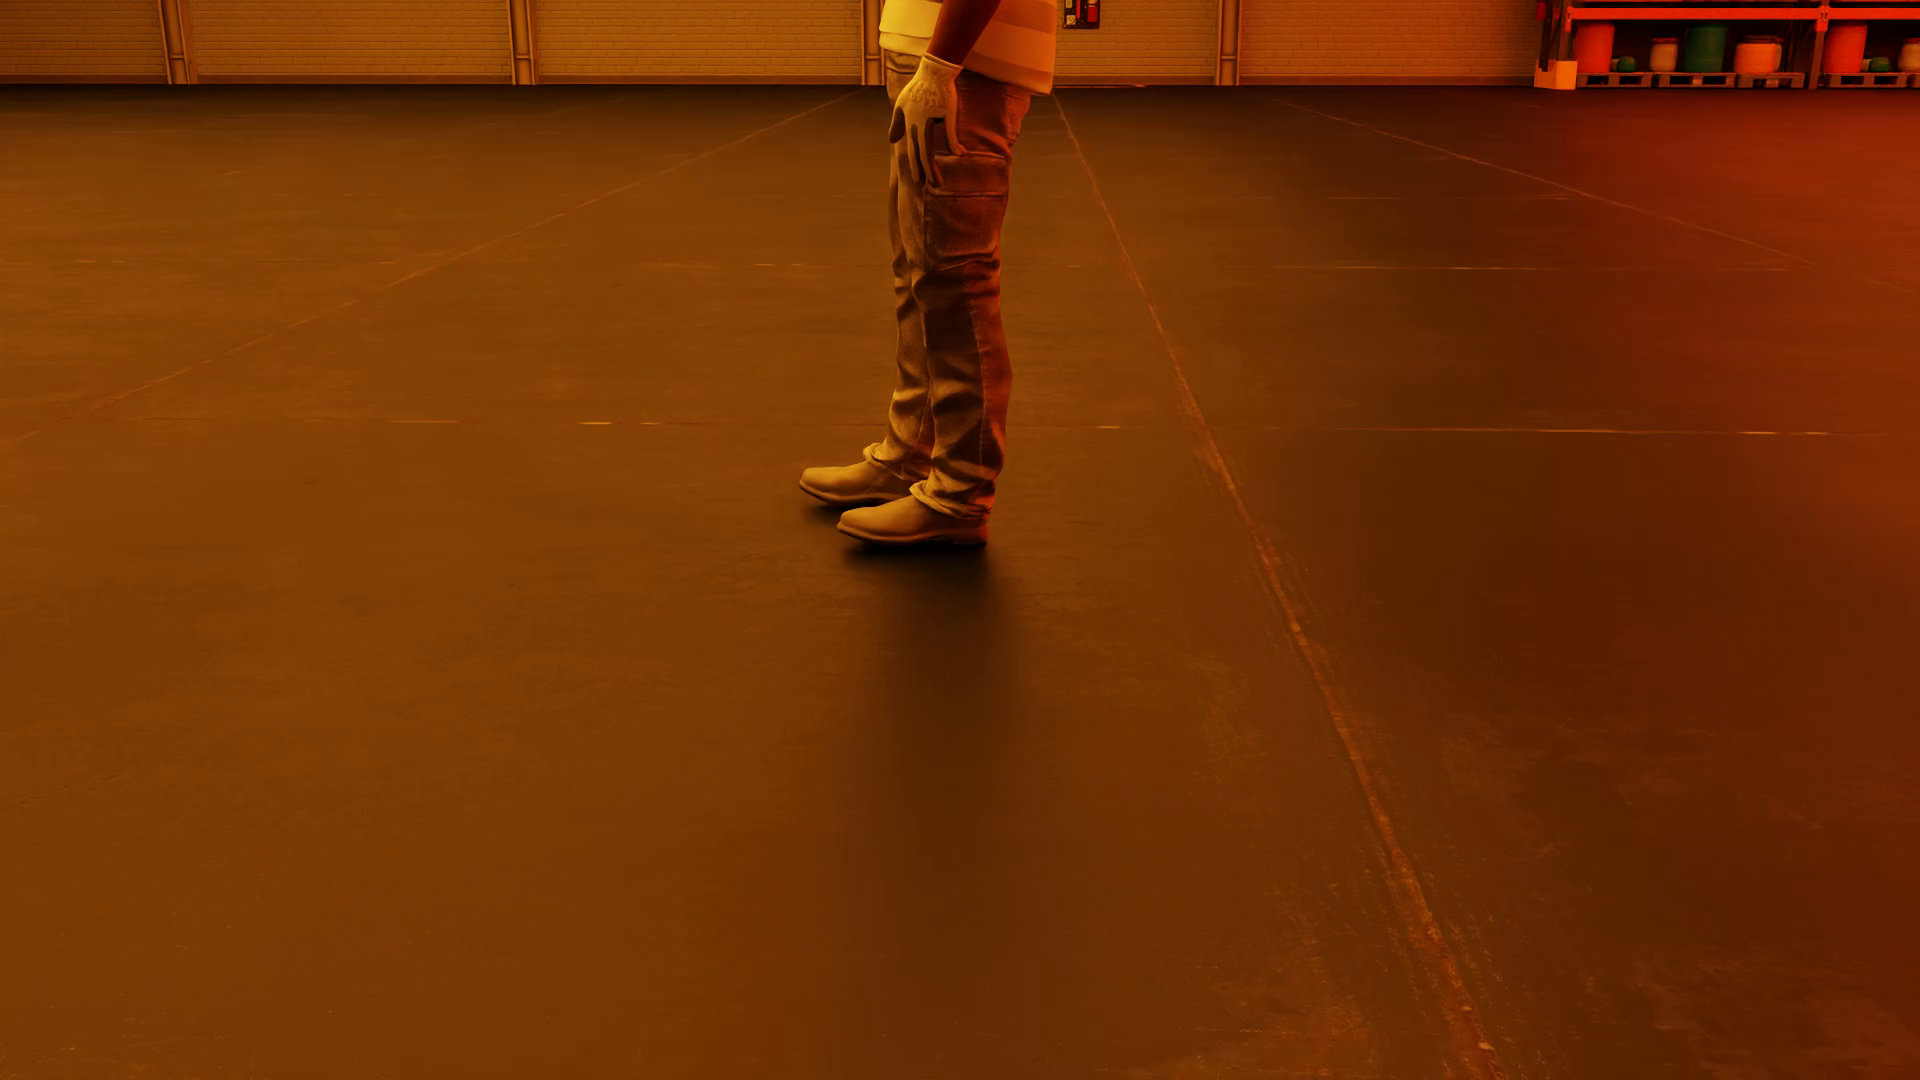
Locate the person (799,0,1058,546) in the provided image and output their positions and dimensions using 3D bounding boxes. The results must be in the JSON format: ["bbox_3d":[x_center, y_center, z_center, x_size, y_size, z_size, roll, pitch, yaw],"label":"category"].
[{"bbox_3d":[-0.072,-0.862,3.115,0.575,1.785,0.657,1,17,2],"label":"person"}]
